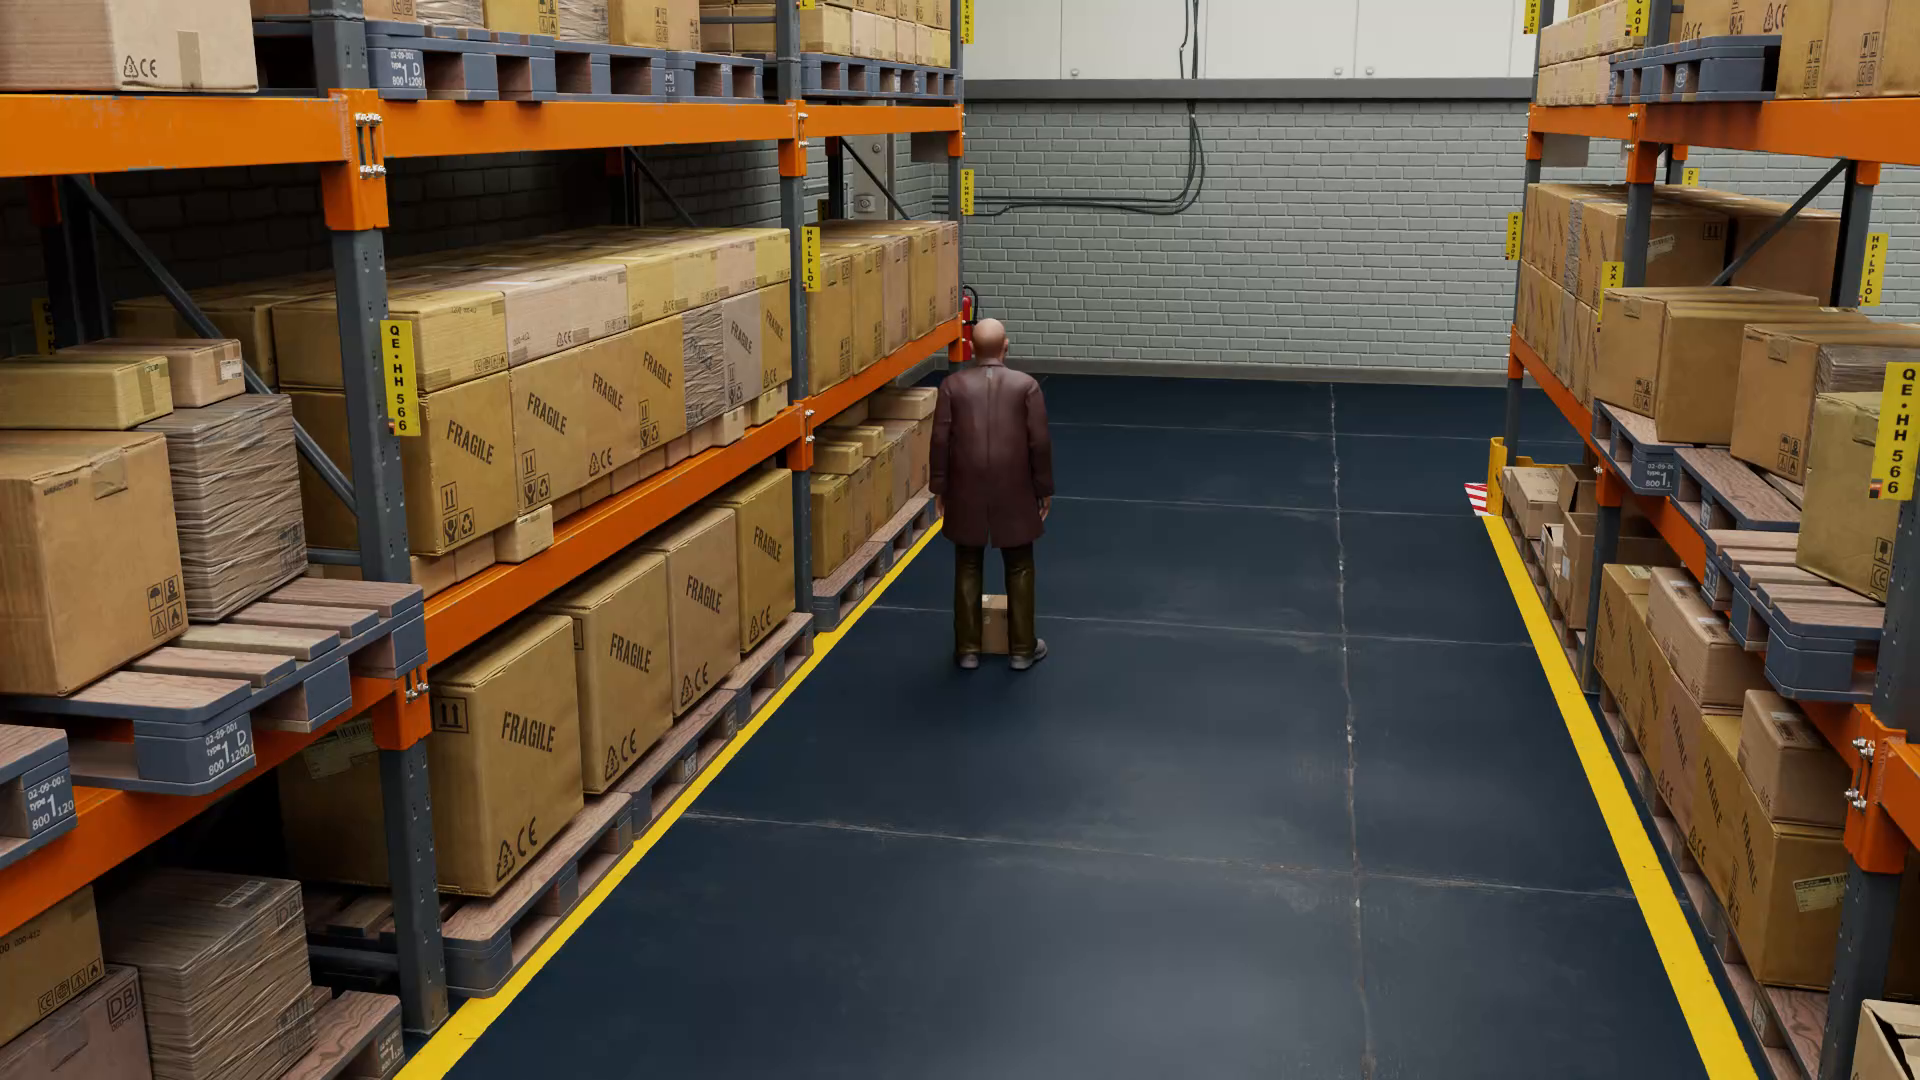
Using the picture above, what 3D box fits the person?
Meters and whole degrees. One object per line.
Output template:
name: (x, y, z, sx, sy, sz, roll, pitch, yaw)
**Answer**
person: (0.159, -0.230, 8.432, 0.642, 1.774, 0.425, 2, 15, 6)
